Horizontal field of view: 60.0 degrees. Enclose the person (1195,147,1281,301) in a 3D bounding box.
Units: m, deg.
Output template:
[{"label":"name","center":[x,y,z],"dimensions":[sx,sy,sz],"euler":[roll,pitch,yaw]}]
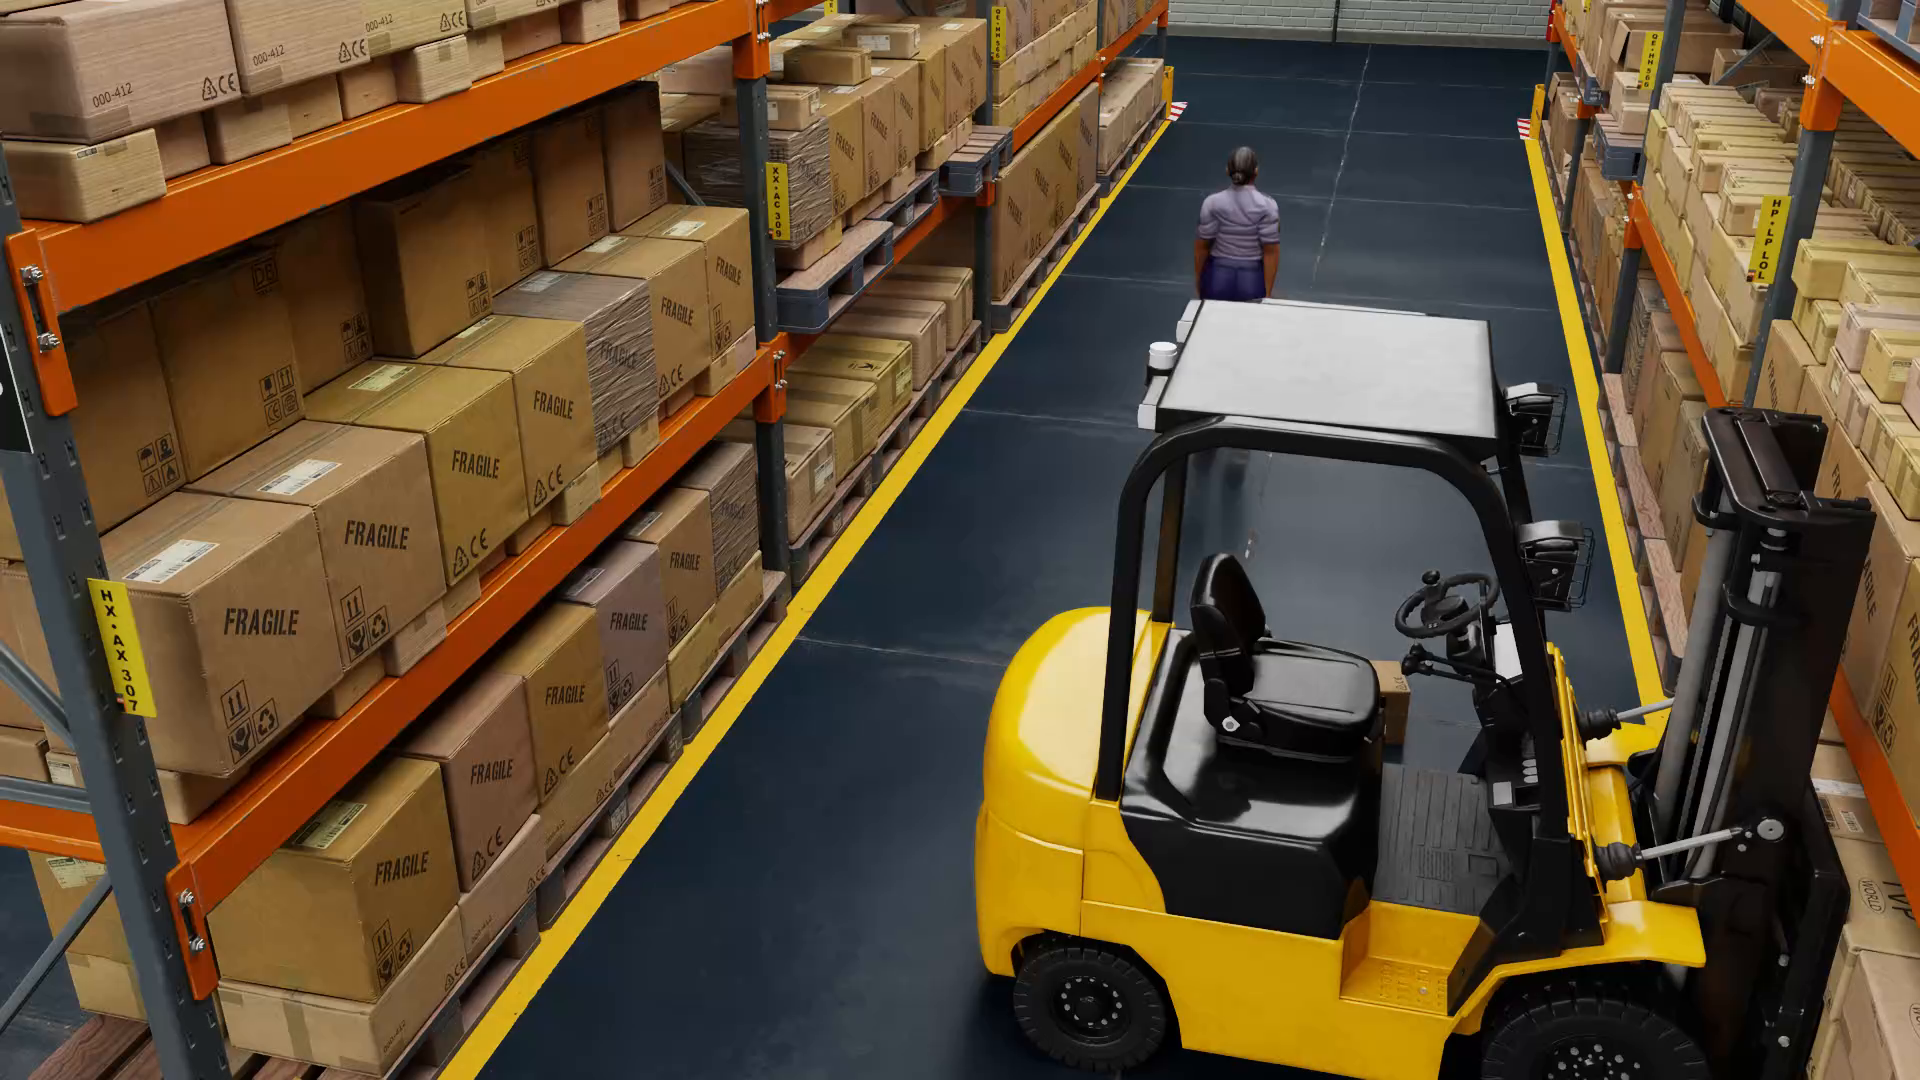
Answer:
[{"label":"person","center":[1.596,-1.444,9.702],"dimensions":[0.482,1.718,0.546],"euler":[4,26,8]}]
